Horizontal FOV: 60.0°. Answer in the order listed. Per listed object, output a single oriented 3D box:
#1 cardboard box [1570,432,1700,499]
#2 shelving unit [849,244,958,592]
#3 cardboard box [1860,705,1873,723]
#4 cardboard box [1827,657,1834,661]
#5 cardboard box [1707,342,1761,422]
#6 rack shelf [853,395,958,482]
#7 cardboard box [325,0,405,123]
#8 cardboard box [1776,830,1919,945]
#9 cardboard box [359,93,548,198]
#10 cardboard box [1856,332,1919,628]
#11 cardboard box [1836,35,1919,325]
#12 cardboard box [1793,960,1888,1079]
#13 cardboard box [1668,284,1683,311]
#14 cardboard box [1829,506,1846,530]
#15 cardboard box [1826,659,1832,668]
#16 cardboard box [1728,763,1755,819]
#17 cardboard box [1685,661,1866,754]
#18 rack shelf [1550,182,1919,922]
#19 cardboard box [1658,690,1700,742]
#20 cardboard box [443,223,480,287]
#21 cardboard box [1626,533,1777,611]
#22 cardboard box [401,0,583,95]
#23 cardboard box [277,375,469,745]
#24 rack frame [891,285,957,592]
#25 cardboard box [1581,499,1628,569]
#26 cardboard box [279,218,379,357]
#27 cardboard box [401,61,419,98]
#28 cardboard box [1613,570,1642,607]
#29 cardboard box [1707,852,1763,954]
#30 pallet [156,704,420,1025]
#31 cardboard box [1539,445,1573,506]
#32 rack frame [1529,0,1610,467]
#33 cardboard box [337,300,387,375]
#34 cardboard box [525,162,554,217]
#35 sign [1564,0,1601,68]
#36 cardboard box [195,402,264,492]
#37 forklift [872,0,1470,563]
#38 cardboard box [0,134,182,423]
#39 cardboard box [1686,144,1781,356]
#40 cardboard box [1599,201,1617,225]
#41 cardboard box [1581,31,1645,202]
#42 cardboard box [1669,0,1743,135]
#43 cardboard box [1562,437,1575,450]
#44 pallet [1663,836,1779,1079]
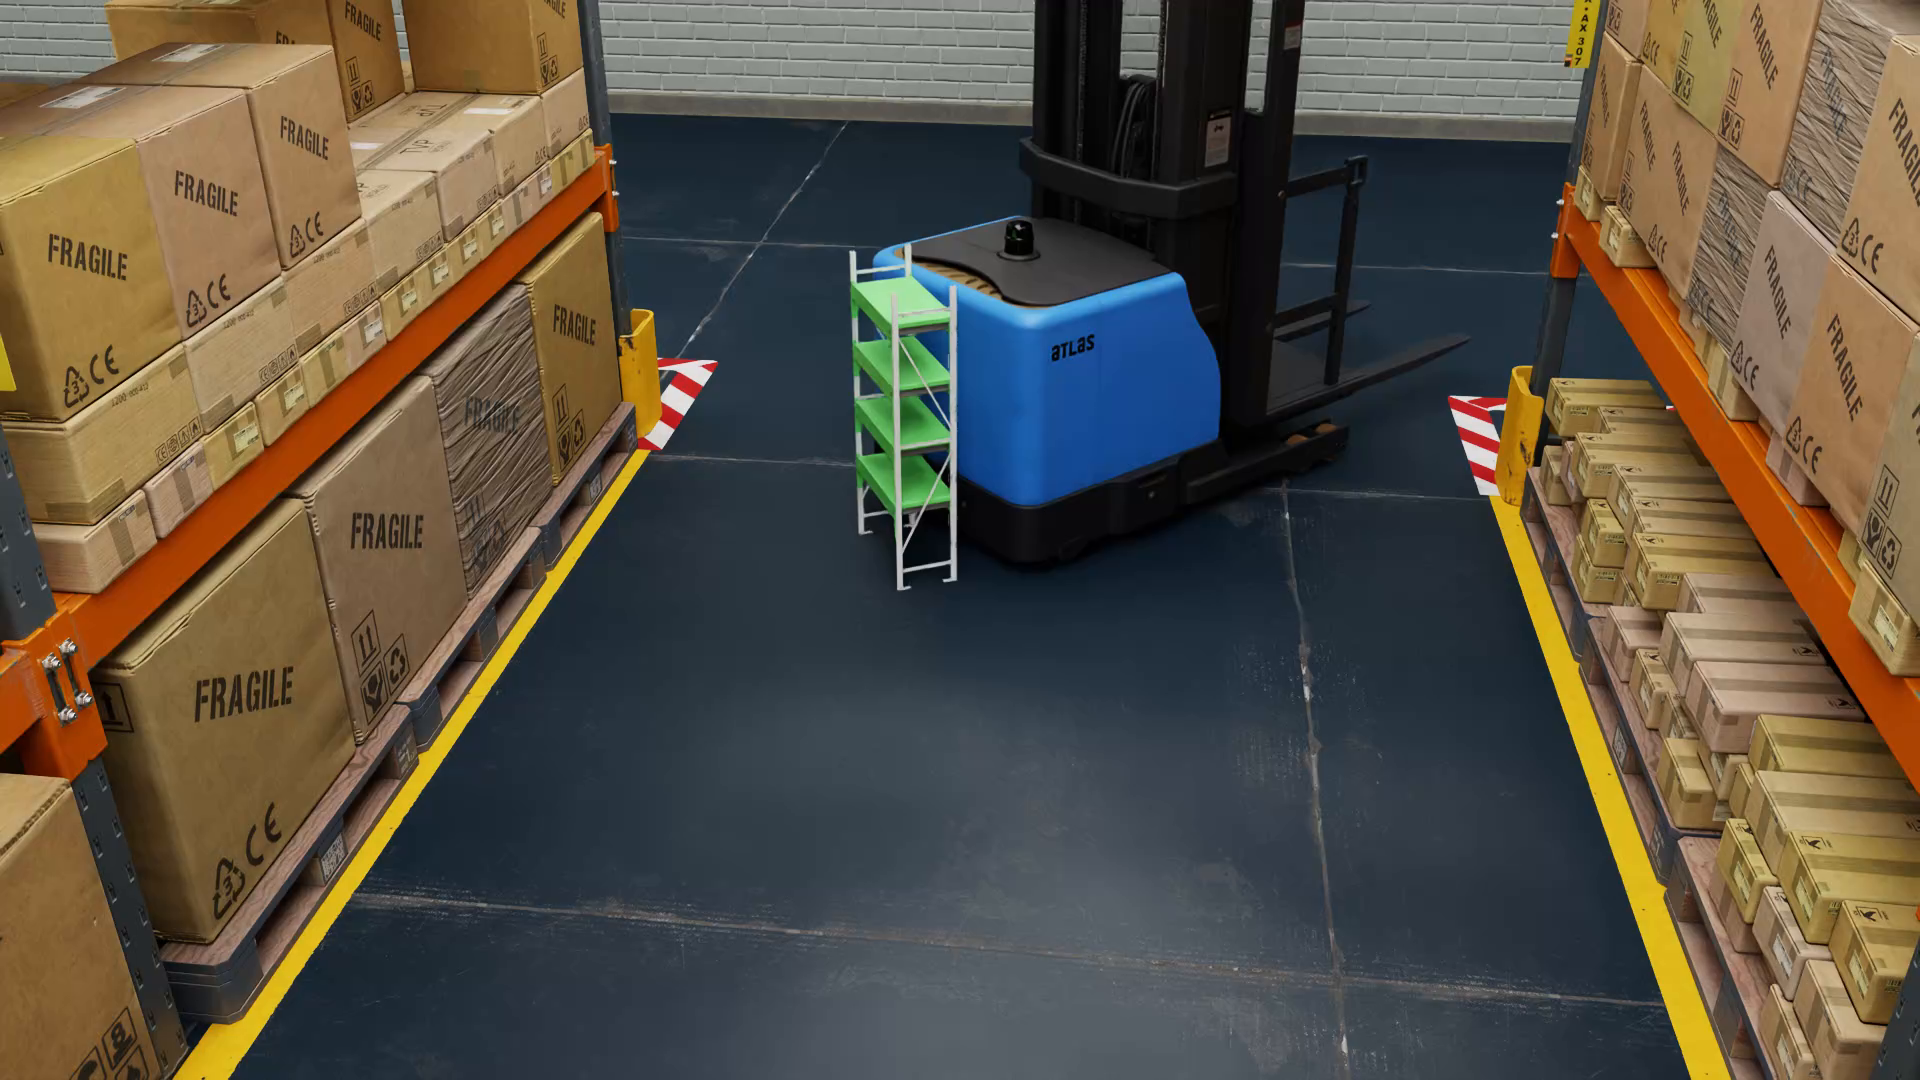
[{"bbox_3d":[2.435,-0.263,6.011,0.380,0.149,0.250,3,28,6],"label":"cardboard box"},{"bbox_3d":[-0.214,-0.462,6.341,0.258,1.200,0.503,-10,30,-18],"label":"shelving unit"},{"bbox_3d":[2.903,0.513,4.885,0.380,0.149,0.250,3,28,6],"label":"cardboard box"},{"bbox_3d":[2.963,0.399,5.411,0.380,0.149,0.250,4,29,7],"label":"cardboard box"},{"bbox_3d":[2.342,-0.441,4.670,0.380,0.149,0.250,4,29,7],"label":"cardboard box"},{"bbox_3d":[-0.214,-0.405,6.372,0.258,0.148,0.480,-10,30,-18],"label":"rack shelf"},{"bbox_3d":[-2.389,-1.831,6.040,0.500,0.500,0.500,3,28,5],"label":"cardboard box"},{"bbox_3d":[2.196,0.840,3.964,0.380,0.149,0.250,4,29,7],"label":"cardboard box"},{"bbox_3d":[-1.860,-1.464,6.150,0.500,0.250,0.500,3,28,5],"label":"cardboard box"},{"bbox_3d":[2.198,-0.082,3.321,0.500,0.500,0.500,3,28,6],"label":"cardboard box"},{"bbox_3d":[2.266,-0.759,3.523,0.500,0.500,0.500,2,28,5],"label":"cardboard box"},{"bbox_3d":[2.142,1.109,3.778,0.380,0.149,0.250,4,29,7],"label":"cardboard box"},{"bbox_3d":[2.514,-0.800,5.337,0.380,0.149,0.250,3,28,6],"label":"cardboard box"},{"bbox_3d":[2.336,-0.068,3.978,0.380,0.149,0.250,3,28,5],"label":"cardboard box"},{"bbox_3d":[2.446,0.373,5.145,0.380,0.149,0.250,5,29,9],"label":"cardboard box"},{"bbox_3d":[2.306,0.742,4.460,0.380,0.149,0.250,4,29,7],"label":"cardboard box"},{"bbox_3d":[2.270,0.472,4.647,0.380,0.149,0.250,2,28,4],"label":"cardboard box"},{"bbox_3d":[2.664,-0.288,4.880,1.077,0.370,4.000,3,28,6],"label":"rack shelf"},{"bbox_3d":[2.354,0.597,5.043,0.380,0.149,0.250,4,29,7],"label":"cardboard box"},{"bbox_3d":[-1.873,-0.981,5.674,0.380,0.149,0.250,3,29,6],"label":"cardboard box"},{"bbox_3d":[2.366,0.110,5.319,0.380,0.149,0.250,4,29,7],"label":"cardboard box"},{"bbox_3d":[-1.800,-2.032,6.413,0.500,0.500,0.500,4,29,7],"label":"cardboard box"},{"bbox_3d":[-2.221,0.022,5.344,0.875,0.875,0.875,3,28,6],"label":"cardboard box"},{"bbox_3d":[-0.128,-0.353,6.140,0.240,1.200,0.015,-10,30,-18],"label":"rack frame"},{"bbox_3d":[2.419,-0.015,5.864,0.380,0.149,0.250,4,29,8],"label":"cardboard box"},{"bbox_3d":[-2.050,-0.748,4.820,0.500,0.250,0.500,4,29,7],"label":"cardboard box"},{"bbox_3d":[-2.328,-1.736,6.655,0.500,0.250,0.500,3,28,5],"label":"cardboard box"},{"bbox_3d":[2.476,0.237,5.710,0.380,0.149,0.250,3,29,6],"label":"cardboard box"},{"bbox_3d":[2.212,0.957,4.374,0.380,0.149,0.250,2,28,5],"label":"cardboard box"},{"bbox_3d":[-2.321,0.875,4.903,1.003,0.211,1.213,3,28,6],"label":"pallet"},{"bbox_3d":[2.527,-0.248,6.610,0.380,0.149,0.250,4,29,7],"label":"cardboard box"},{"bbox_3d":[2.909,-1.546,6.457,1.000,3.000,0.127,3,28,6],"label":"rack frame"},{"bbox_3d":[-1.967,-0.618,5.000,0.380,0.149,0.250,4,29,7],"label":"cardboard box"},{"bbox_3d":[-1.780,-1.343,6.346,0.380,0.149,0.250,3,29,6],"label":"cardboard box"},{"bbox_3d":[2.370,-1.959,6.310,0.100,0.325,0.005,3,28,6],"label":"sign"},{"bbox_3d":[-2.061,-0.256,4.327,0.380,0.149,0.250,4,29,8],"label":"cardboard box"},{"bbox_3d":[1.103,-1.760,6.926,3.031,2.935,1.130,-21,35,-33],"label":"forklift"},{"bbox_3d":[-2.179,-0.605,3.763,0.500,0.500,0.500,3,28,6],"label":"cardboard box"},{"bbox_3d":[2.410,-0.802,4.657,0.500,0.500,0.500,3,28,5],"label":"cardboard box"},{"bbox_3d":[2.554,-1.180,6.042,0.380,0.149,0.250,4,29,8],"label":"cardboard box"},{"bbox_3d":[2.580,-1.526,6.000,0.500,0.500,0.500,5,29,9],"label":"cardboard box"},{"bbox_3d":[2.449,-1.484,4.868,0.500,0.500,0.500,3,28,5],"label":"cardboard box"},{"bbox_3d":[2.590,-0.375,6.533,0.380,0.149,0.250,5,29,8],"label":"cardboard box"},{"bbox_3d":[2.466,1.246,4.214,1.003,0.211,1.213,3,28,6],"label":"pallet"}]
